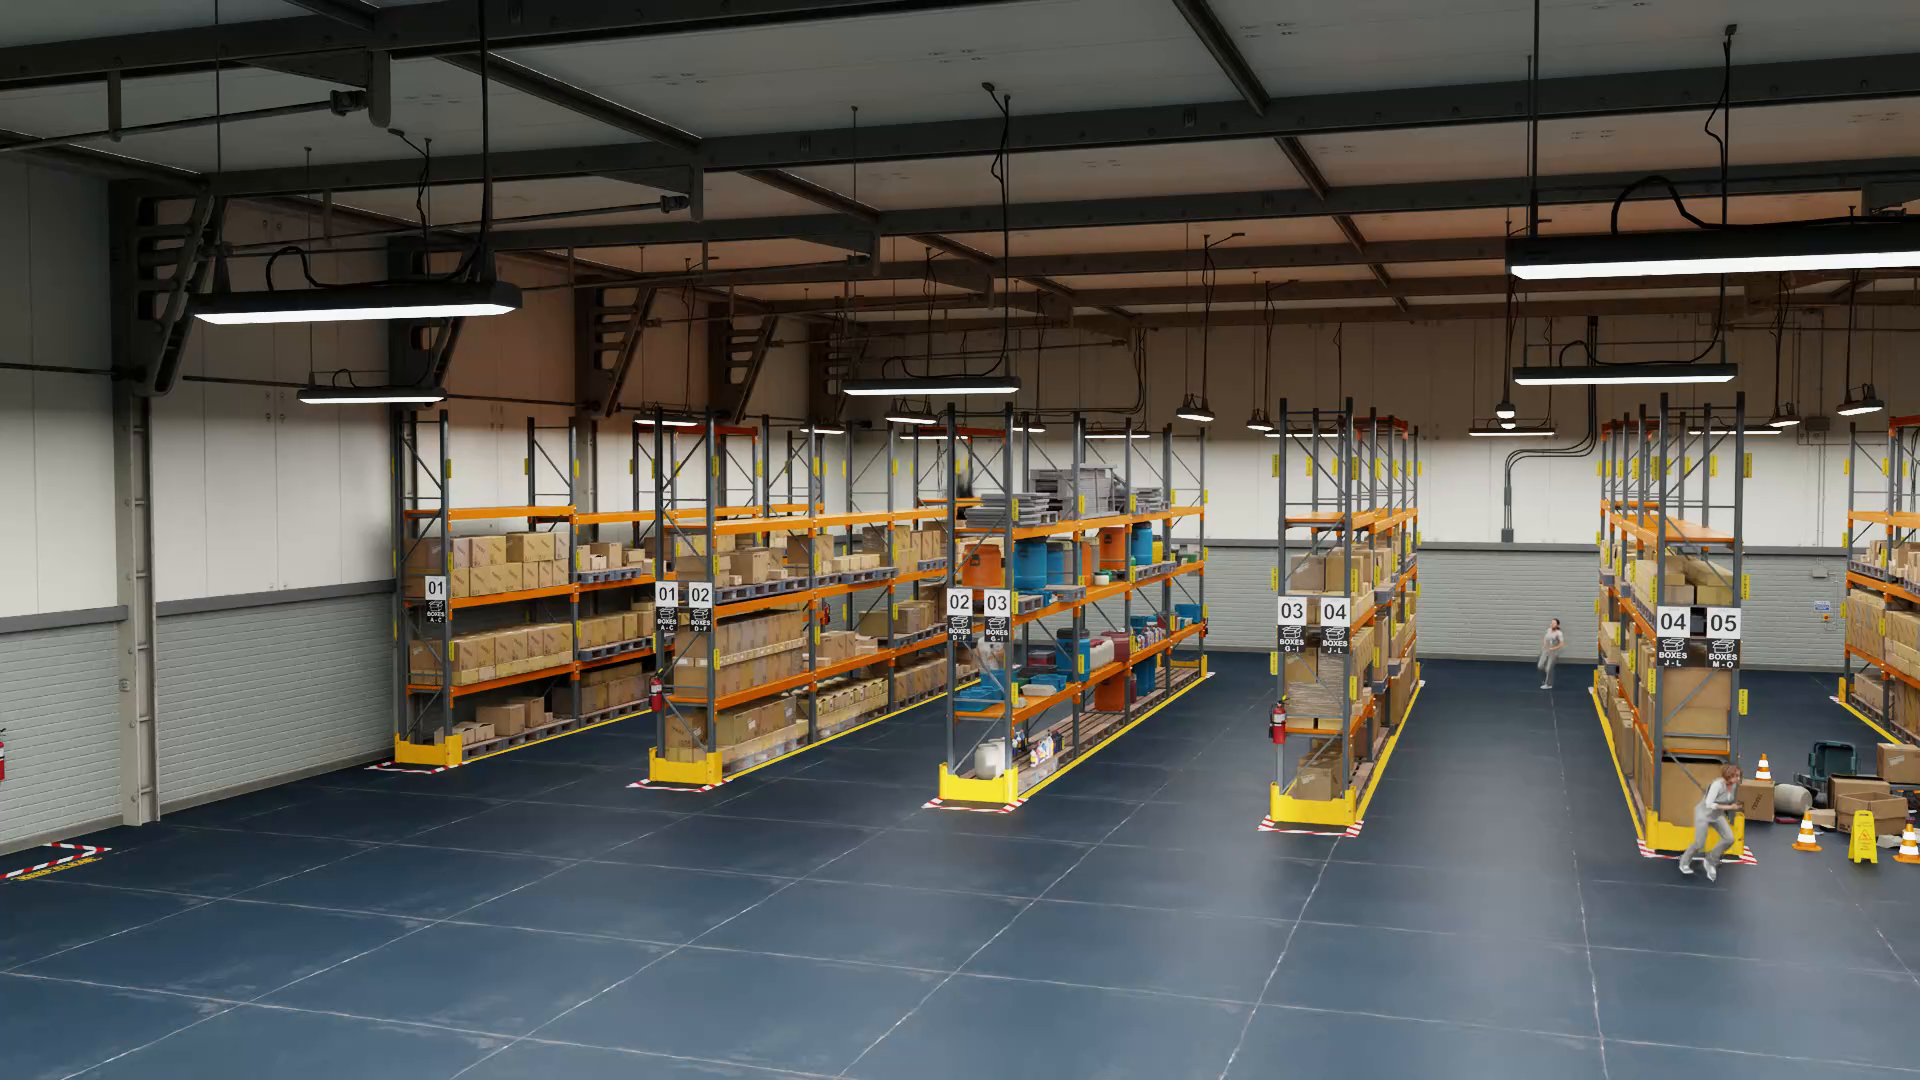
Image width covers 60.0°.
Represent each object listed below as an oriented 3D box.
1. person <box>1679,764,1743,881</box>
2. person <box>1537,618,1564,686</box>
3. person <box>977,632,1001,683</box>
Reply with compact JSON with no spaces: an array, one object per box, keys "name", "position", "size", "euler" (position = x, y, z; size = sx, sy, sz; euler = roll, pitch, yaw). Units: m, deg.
[{"name":"person","position":[9.136,3.401,20.159],"size":[0.576,1.464,0.891],"euler":[-1,3,-28]},{"name":"person","position":[13.409,2.551,37.674],"size":[0.498,1.572,0.579],"euler":[-2,3,-39]},{"name":"person","position":[0.617,2.671,35.702],"size":[0.561,1.607,0.562],"euler":[1,3,13]}]
